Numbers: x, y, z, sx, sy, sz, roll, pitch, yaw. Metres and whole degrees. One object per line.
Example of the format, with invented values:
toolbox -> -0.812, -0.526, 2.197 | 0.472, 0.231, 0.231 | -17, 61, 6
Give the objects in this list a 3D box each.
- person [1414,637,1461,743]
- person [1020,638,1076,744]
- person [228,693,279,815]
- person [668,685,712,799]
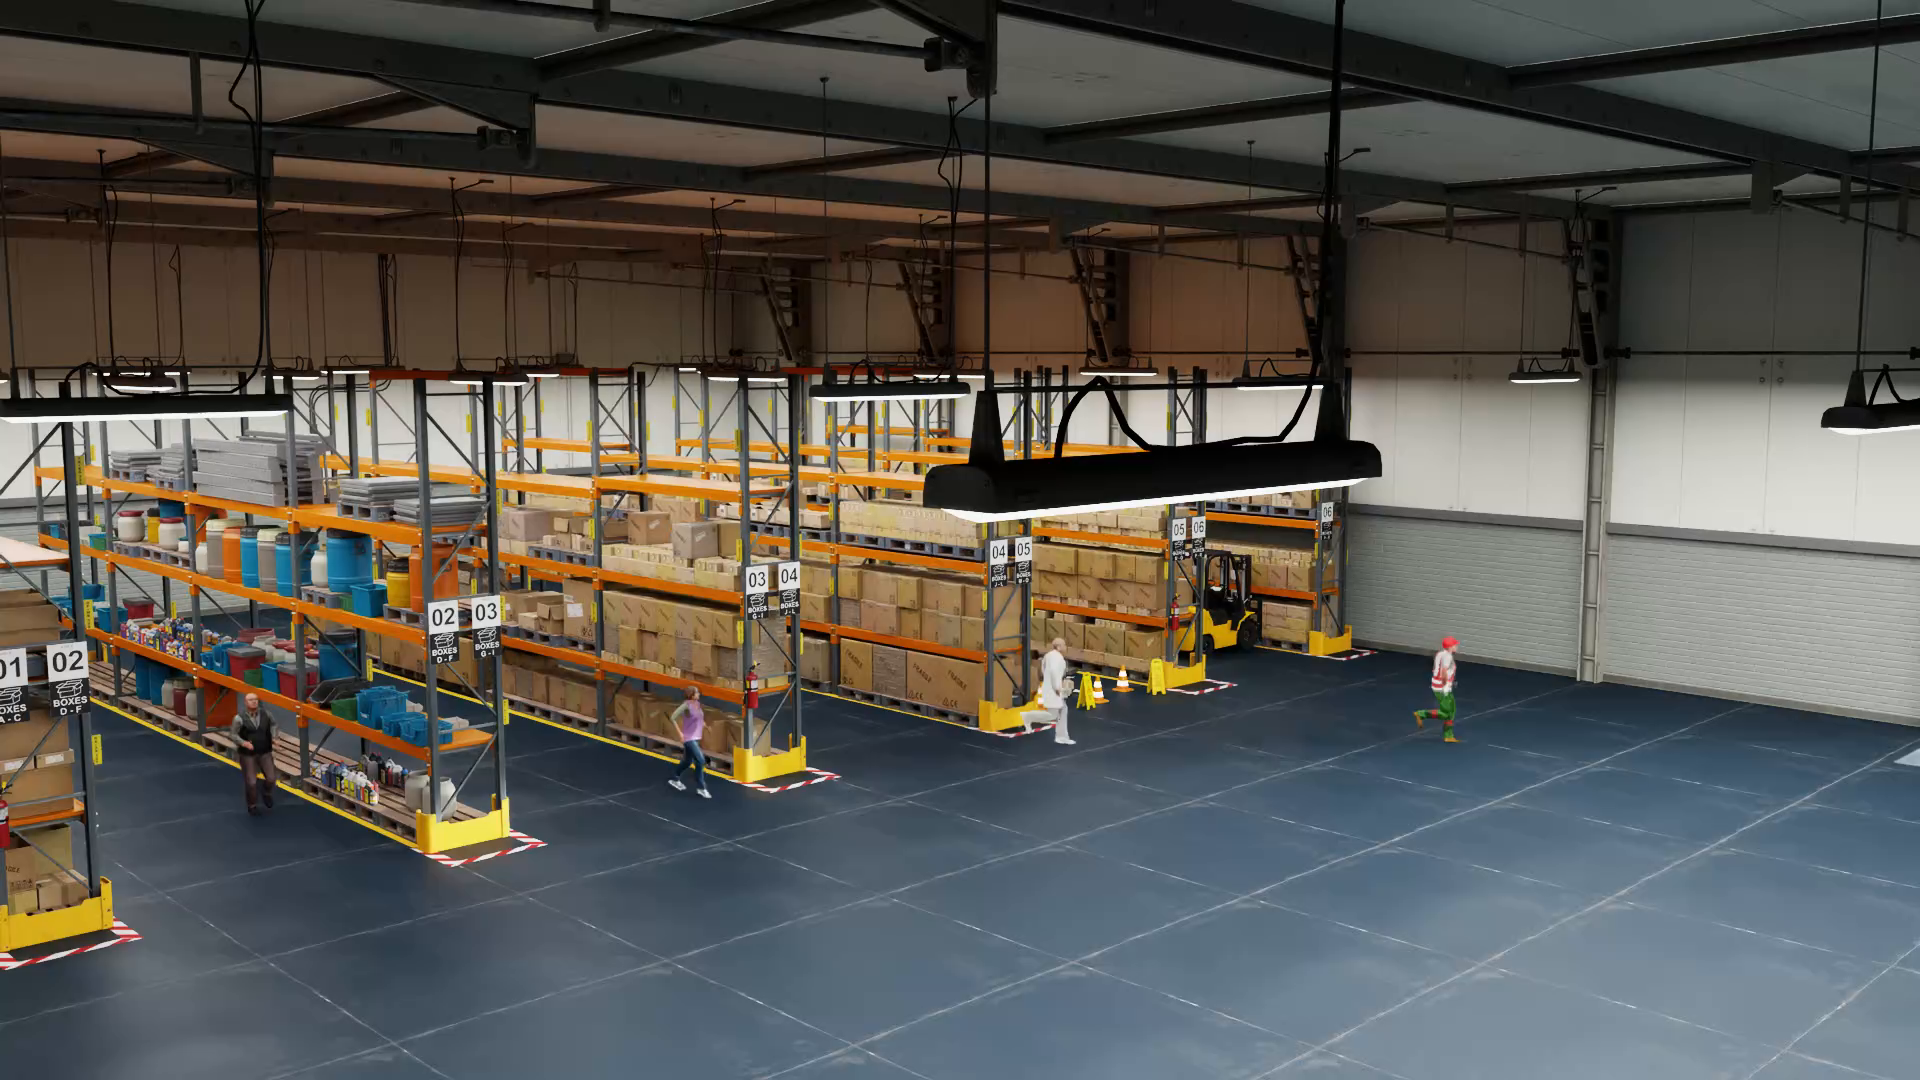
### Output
person -> 7.776, 2.441, 27.046 | 0.779, 1.752, 0.683 | 0, 6, 3
person -> 1.427, 2.460, 26.912 | 0.926, 1.763, 0.724 | -1, 6, -5
person -> -9.602, 2.934, 22.727 | 0.692, 1.685, 0.577 | -5, 8, -35
person -> -3.871, 2.875, 23.755 | 0.732, 1.641, 0.542 | 2, 7, 18
